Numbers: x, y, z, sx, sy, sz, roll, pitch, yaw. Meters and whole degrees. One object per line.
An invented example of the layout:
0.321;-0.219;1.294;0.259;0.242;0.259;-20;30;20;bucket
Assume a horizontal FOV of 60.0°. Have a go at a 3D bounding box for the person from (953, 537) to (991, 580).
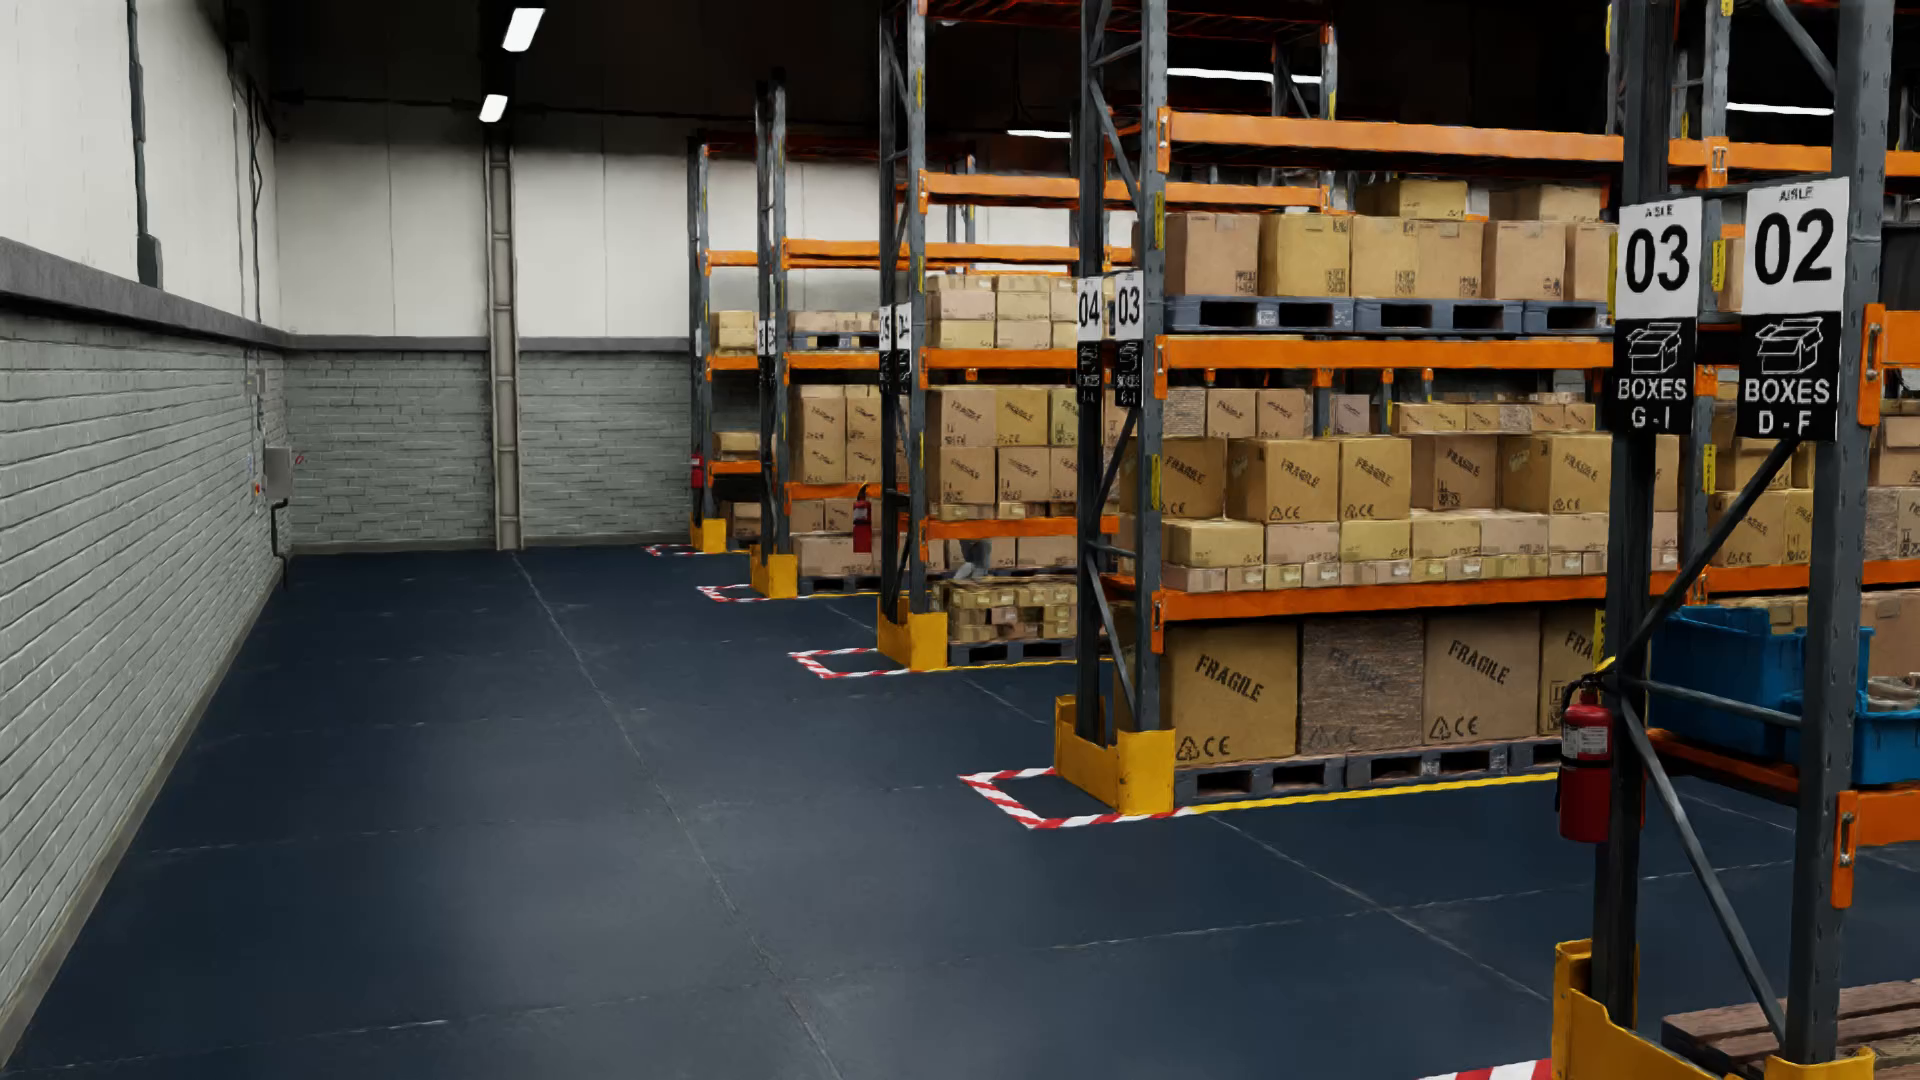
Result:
0.188;-0.065;18.320;0.682;1.641;0.485;-5;7;-38;person
